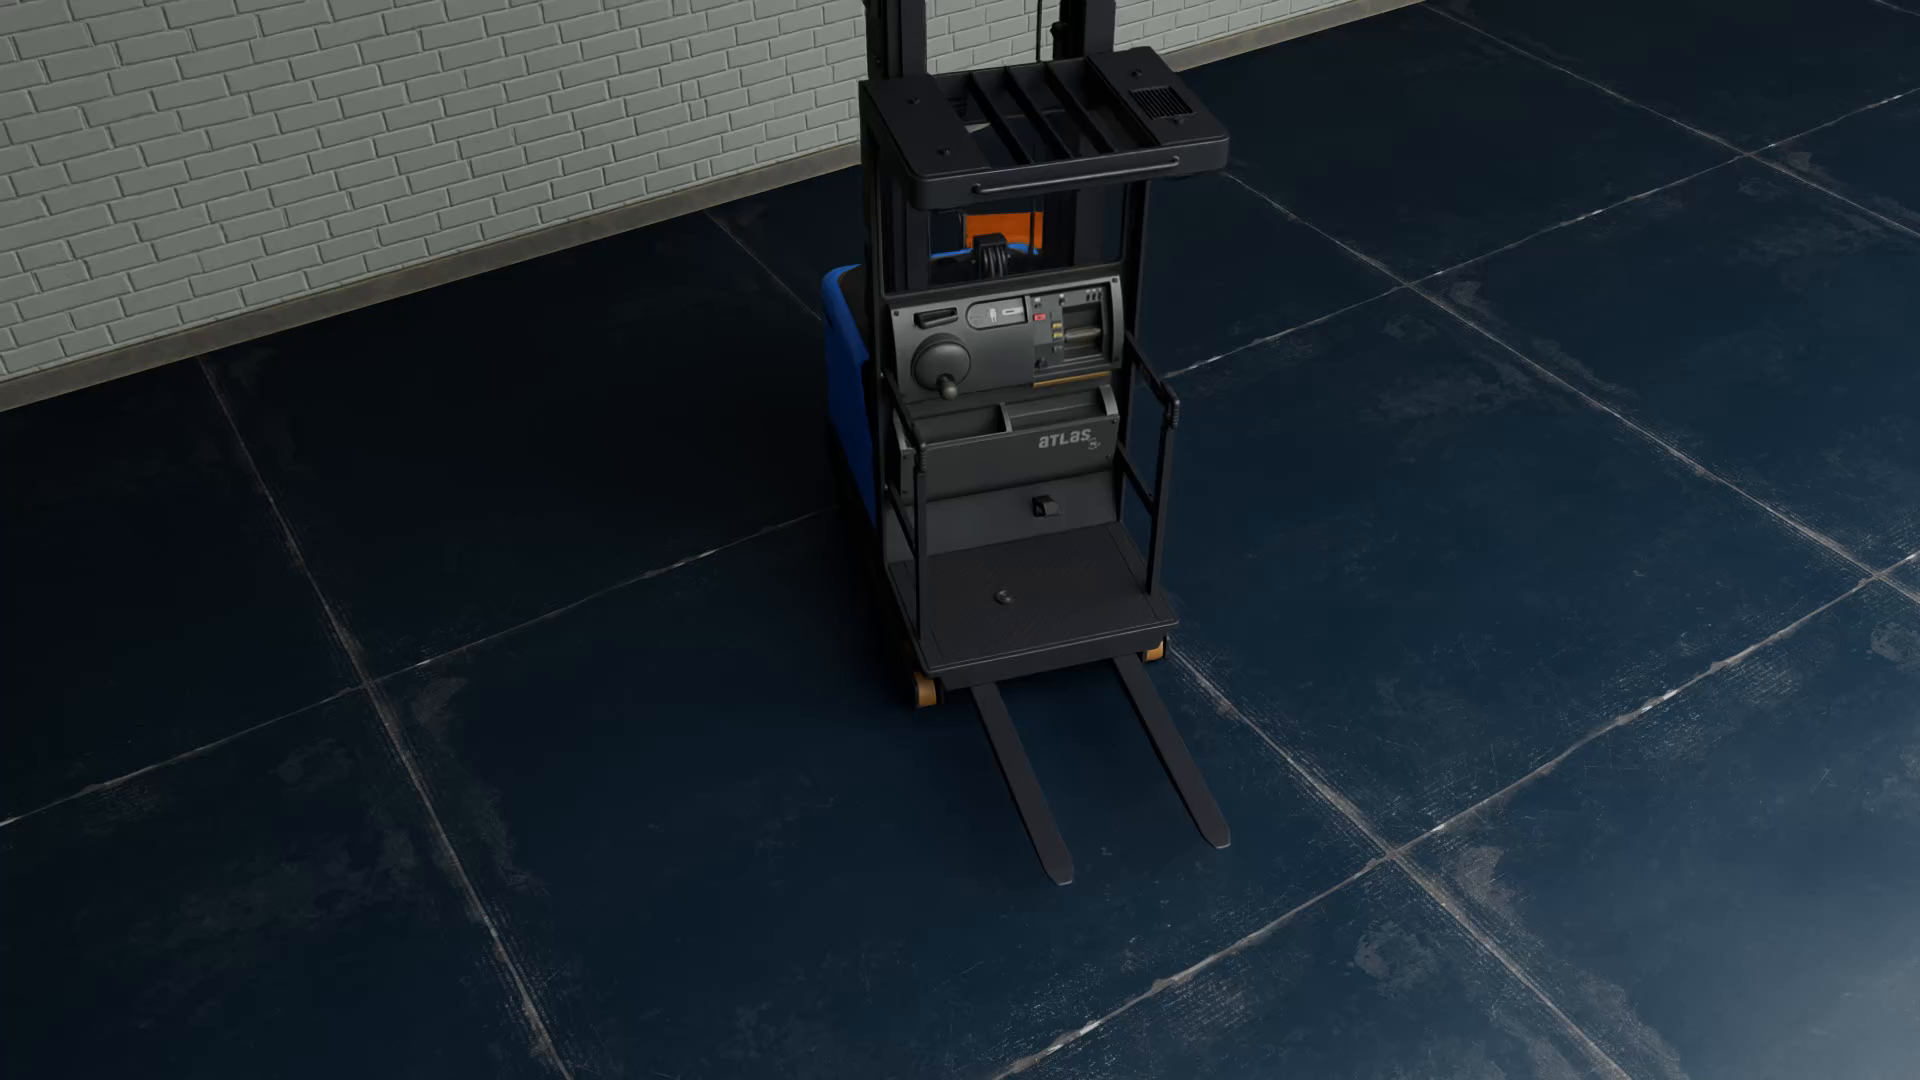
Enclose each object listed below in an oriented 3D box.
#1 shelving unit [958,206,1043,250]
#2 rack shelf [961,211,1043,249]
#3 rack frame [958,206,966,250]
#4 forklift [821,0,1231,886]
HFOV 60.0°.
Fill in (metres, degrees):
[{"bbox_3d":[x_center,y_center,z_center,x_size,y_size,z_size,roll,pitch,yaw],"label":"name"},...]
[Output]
[{"bbox_3d":[0.252,-1.148,8.190,0.503,1.200,0.258,-4,40,-4],"label":"shelving unit"},{"bbox_3d":[0.251,-1.450,7.939,0.480,0.148,0.258,-4,40,-4],"label":"rack shelf"},{"bbox_3d":[0.009,-1.132,8.171,0.015,1.200,0.240,-4,40,-4],"label":"rack frame"},{"bbox_3d":[0.251,-0.714,6.317,1.130,2.935,3.031,-10,41,-12],"label":"forklift"}]
